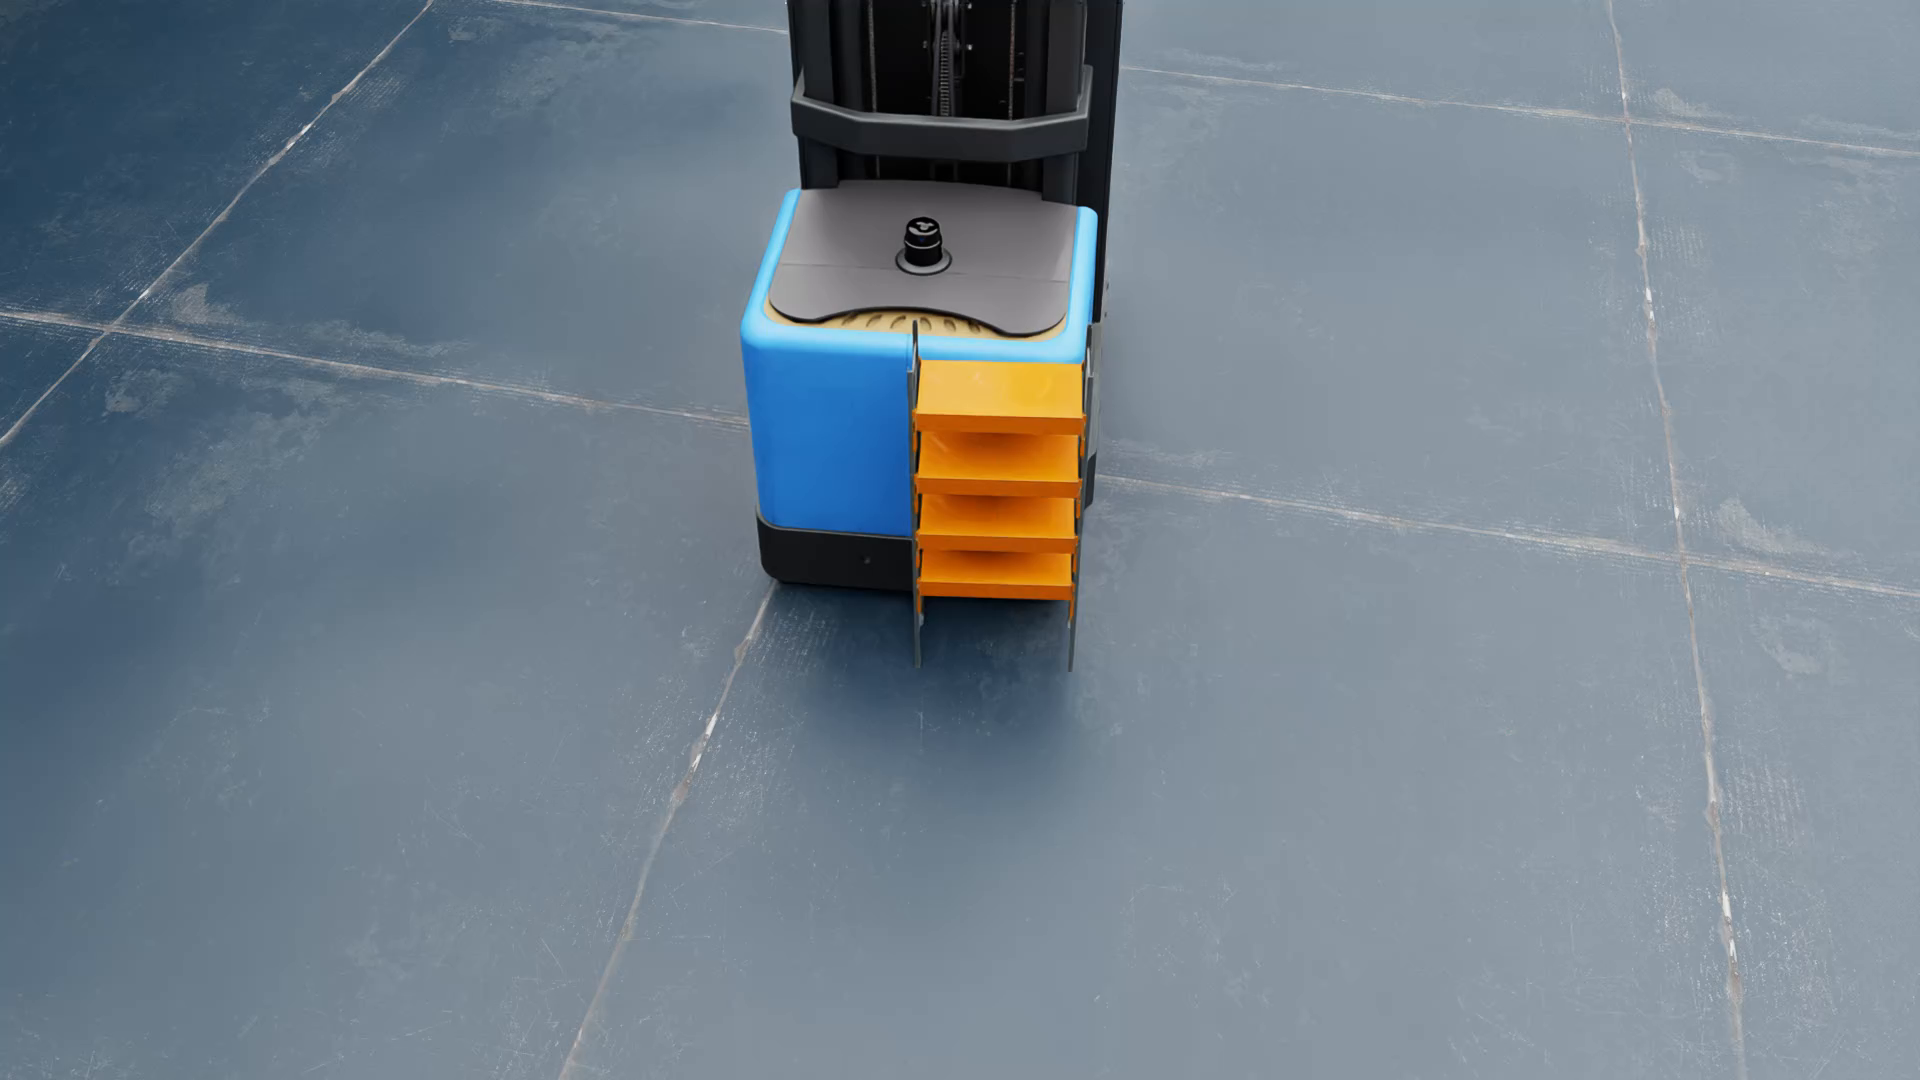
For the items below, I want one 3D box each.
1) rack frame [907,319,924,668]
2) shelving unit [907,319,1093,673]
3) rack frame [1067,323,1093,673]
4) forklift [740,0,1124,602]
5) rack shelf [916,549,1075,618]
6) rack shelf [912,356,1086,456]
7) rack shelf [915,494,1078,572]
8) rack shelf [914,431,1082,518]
[{"bbox_3d":[-0.131,-0.105,4.993,0.015,1.200,0.240,2,44,2],"label":"rack frame"},{"bbox_3d":[0.113,-0.097,4.986,0.503,1.200,0.258,2,44,2],"label":"shelving unit"},{"bbox_3d":[0.357,-0.090,4.978,0.015,1.200,0.240,2,44,2],"label":"rack frame"},{"bbox_3d":[0.012,-1.877,5.587,1.130,2.935,3.031,4,44,5],"label":"forklift"},{"bbox_3d":[0.113,0.094,5.170,0.480,0.148,0.258,2,44,2],"label":"rack shelf"},{"bbox_3d":[0.113,-0.380,4.713,0.480,0.148,0.258,2,44,2],"label":"rack shelf"},{"bbox_3d":[0.113,-0.049,5.033,0.480,0.148,0.258,2,44,2],"label":"rack shelf"},{"bbox_3d":[0.113,-0.210,4.877,0.480,0.148,0.258,2,44,2],"label":"rack shelf"}]
